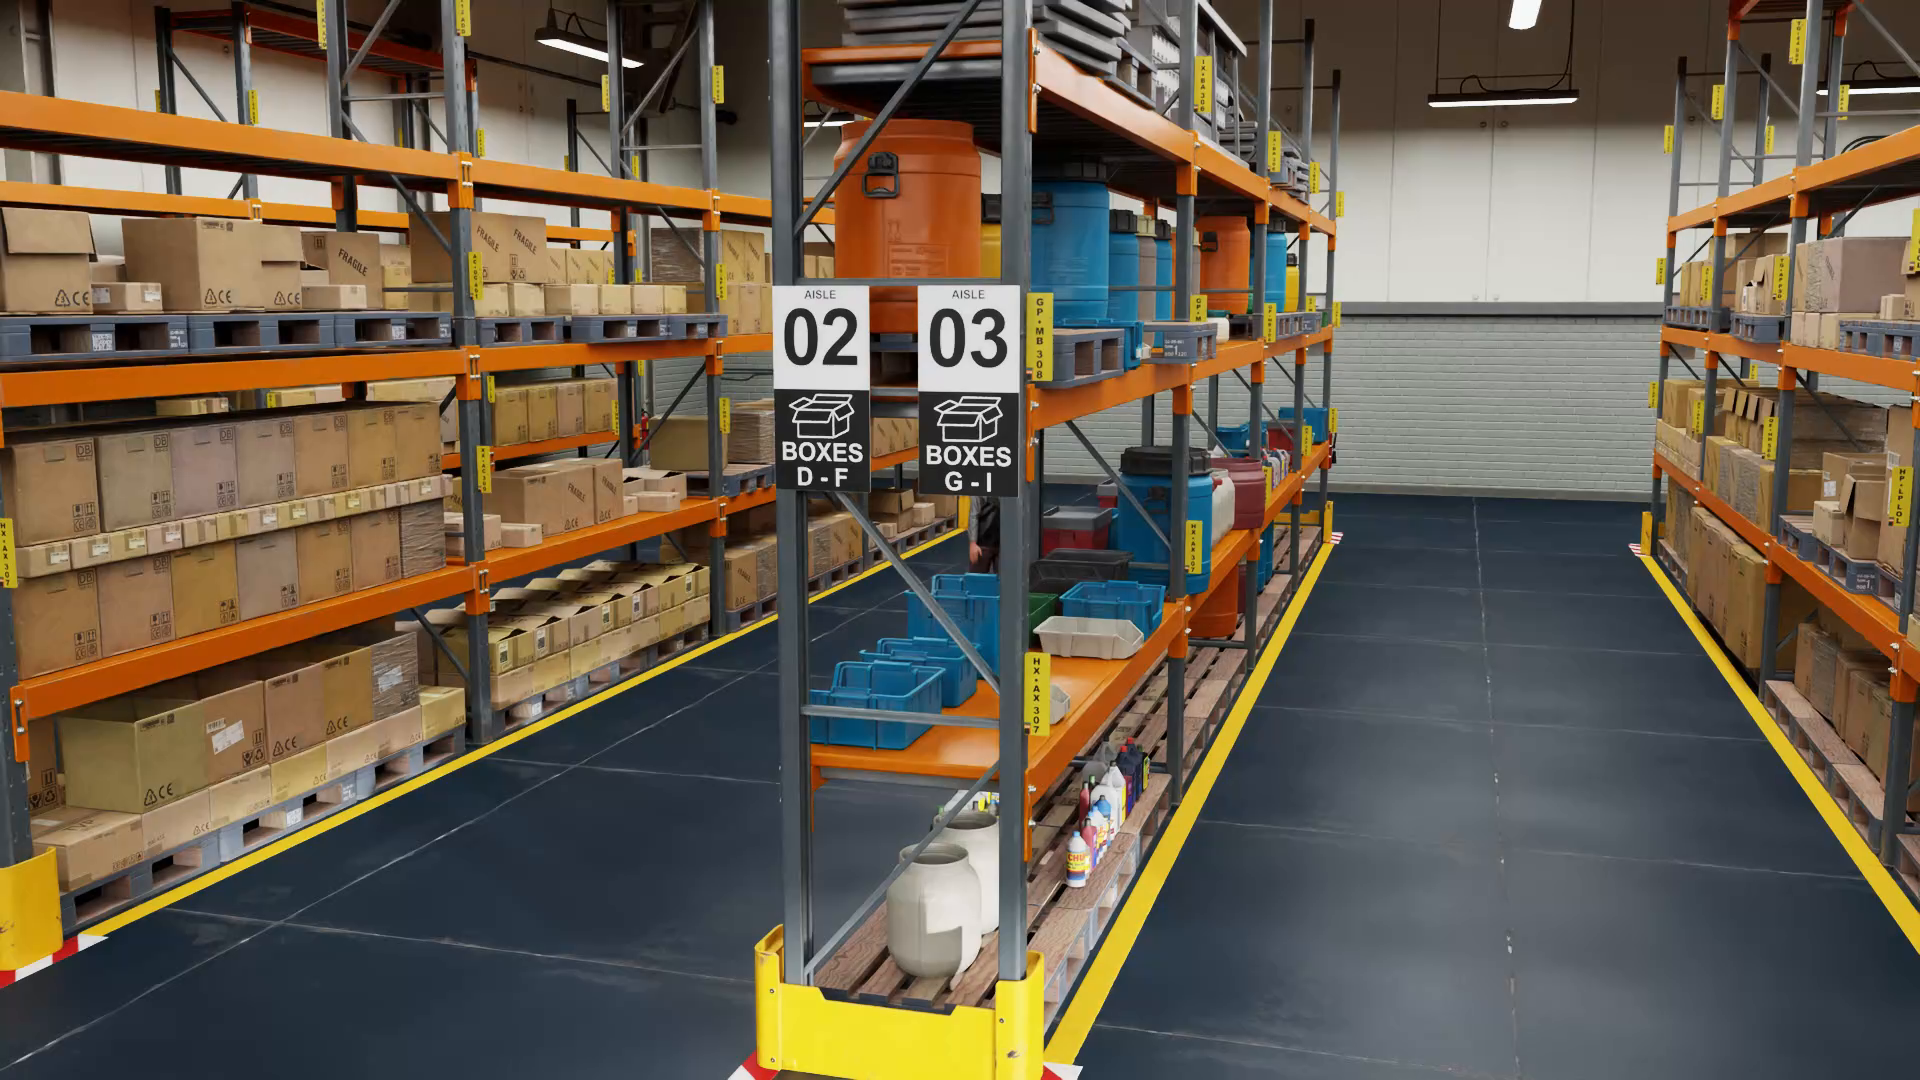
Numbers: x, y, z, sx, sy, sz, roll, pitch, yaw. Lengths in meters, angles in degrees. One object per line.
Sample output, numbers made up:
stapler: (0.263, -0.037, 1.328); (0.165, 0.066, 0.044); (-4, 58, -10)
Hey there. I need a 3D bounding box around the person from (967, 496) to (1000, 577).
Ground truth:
person: (0.268, 0.066, 15.497); (0.599, 1.706, 0.872); (-6, 10, -34)
